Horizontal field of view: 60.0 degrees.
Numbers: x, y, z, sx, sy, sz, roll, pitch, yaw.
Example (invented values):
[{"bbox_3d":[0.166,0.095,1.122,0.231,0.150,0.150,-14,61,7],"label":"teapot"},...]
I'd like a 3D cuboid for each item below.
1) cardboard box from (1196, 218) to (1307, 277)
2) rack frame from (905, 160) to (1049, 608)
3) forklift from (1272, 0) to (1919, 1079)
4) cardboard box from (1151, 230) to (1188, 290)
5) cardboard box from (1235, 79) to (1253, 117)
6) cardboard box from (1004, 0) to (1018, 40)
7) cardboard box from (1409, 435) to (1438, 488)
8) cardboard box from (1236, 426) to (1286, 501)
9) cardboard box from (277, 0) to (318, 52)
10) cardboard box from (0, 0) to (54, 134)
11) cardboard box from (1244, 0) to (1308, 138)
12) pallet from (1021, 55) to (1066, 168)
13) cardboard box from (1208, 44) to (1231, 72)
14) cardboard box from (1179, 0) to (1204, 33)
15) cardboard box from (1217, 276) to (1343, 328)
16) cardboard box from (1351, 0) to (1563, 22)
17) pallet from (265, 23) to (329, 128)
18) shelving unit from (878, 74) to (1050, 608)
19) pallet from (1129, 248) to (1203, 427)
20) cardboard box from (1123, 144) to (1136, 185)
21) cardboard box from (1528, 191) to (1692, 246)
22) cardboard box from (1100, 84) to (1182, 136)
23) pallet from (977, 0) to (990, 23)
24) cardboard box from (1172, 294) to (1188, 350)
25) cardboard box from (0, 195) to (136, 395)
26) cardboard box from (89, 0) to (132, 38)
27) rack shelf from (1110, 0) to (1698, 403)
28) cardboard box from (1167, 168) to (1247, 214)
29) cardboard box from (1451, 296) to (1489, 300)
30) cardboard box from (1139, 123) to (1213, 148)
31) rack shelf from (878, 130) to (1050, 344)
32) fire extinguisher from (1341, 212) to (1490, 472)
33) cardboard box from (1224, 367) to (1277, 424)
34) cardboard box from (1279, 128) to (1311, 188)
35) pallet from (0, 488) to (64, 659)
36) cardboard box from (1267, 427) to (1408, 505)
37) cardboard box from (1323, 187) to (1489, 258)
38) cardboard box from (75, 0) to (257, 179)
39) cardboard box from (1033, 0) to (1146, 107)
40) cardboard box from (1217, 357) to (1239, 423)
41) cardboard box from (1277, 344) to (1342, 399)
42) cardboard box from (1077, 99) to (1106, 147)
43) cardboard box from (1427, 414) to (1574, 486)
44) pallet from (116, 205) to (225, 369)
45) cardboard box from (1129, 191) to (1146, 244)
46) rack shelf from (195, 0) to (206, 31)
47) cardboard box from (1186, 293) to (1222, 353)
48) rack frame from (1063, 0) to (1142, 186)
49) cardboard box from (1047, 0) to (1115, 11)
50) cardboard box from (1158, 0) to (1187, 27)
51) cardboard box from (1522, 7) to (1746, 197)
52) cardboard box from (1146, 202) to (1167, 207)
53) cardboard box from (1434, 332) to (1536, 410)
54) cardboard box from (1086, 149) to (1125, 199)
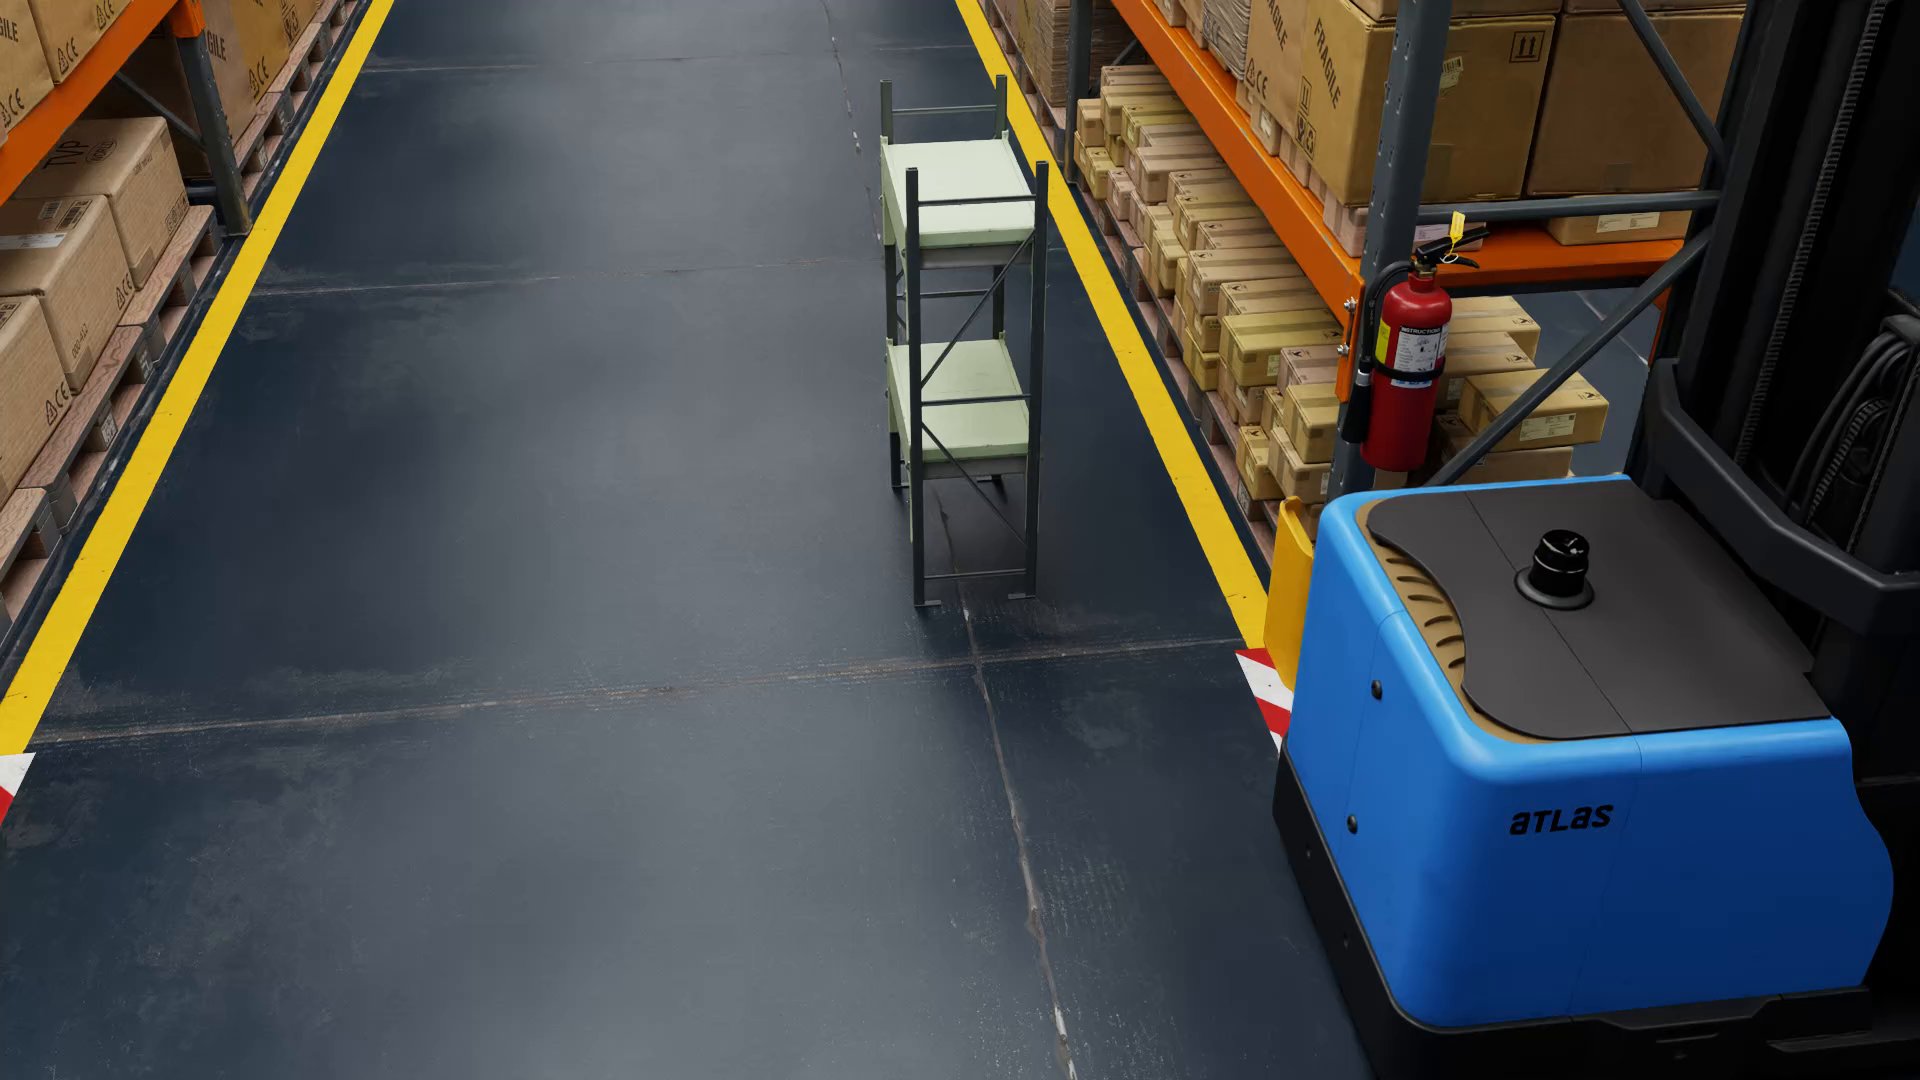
[{"bbox_3d":[1.119,-1.108,6.343,0.380,0.149,0.250,-5,35,-8],"label":"cardboard box"},{"bbox_3d":[0.048,-0.419,5.033,0.400,1.500,0.023,-4,35,-6],"label":"rack frame"},{"bbox_3d":[2.406,-0.271,3.545,3.031,2.935,1.130,-4,34,-6],"label":"forklift"},{"bbox_3d":[0.979,-1.126,6.633,0.380,0.149,0.250,-4,34,-6],"label":"cardboard box"},{"bbox_3d":[1.135,-1.488,5.493,0.380,0.149,0.250,-6,35,-8],"label":"cardboard box"},{"bbox_3d":[0.547,-3.200,9.629,0.500,0.500,0.500,-5,35,-7],"label":"cardboard box"},{"bbox_3d":[1.698,-0.313,5.704,0.380,0.149,0.250,-5,35,-7],"label":"cardboard box"},{"bbox_3d":[1.155,-0.270,5.641,0.380,0.149,0.250,-3,34,-5],"label":"cardboard box"},{"bbox_3d":[-4.273,-3.300,9.442,0.875,0.875,0.875,-4,34,-6],"label":"cardboard box"},{"bbox_3d":[-3.334,-1.604,5.351,0.500,0.500,0.500,-3,34,-5],"label":"cardboard box"},{"bbox_3d":[1.188,-1.544,4.999,0.500,0.500,0.500,-5,35,-7],"label":"cardboard box"},{"bbox_3d":[0.924,-2.375,9.048,1.003,0.211,1.213,-4,35,-6],"label":"pallet"},{"bbox_3d":[1.106,-1.790,5.936,0.380,0.149,0.250,-4,34,-6],"label":"cardboard box"},{"bbox_3d":[1.054,-2.105,5.823,0.500,0.500,0.500,-3,34,-4],"label":"cardboard box"},{"bbox_3d":[1.136,-0.807,5.901,0.380,0.149,0.250,-6,35,-8],"label":"cardboard box"},{"bbox_3d":[1.260,-1.675,4.303,0.500,0.500,0.500,-5,35,-7],"label":"cardboard box"},{"bbox_3d":[-4.207,-2.617,9.402,1.003,0.211,1.213,-4,35,-6],"label":"pallet"},{"bbox_3d":[-0.001,-0.623,5.333,0.431,1.500,0.755,-4,35,-6],"label":"shelving unit"},{"bbox_3d":[1.323,-0.886,6.863,1.003,0.211,1.213,-4,35,-6],"label":"pallet"},{"bbox_3d":[0.953,-1.717,7.501,0.380,0.149,0.250,-5,35,-7],"label":"cardboard box"},{"bbox_3d":[1.849,-0.963,4.722,0.380,0.149,0.250,-5,35,-7],"label":"cardboard box"},{"bbox_3d":[0.849,-1.968,7.605,0.380,0.149,0.250,-3,34,-4],"label":"cardboard box"},{"bbox_3d":[0.596,-3.737,11.046,1.003,0.211,1.213,-4,35,-6],"label":"pallet"},{"bbox_3d":[1.046,-0.852,6.496,0.380,0.149,0.250,-4,34,-5],"label":"cardboard box"},{"bbox_3d":[-3.762,-0.918,6.336,0.875,0.438,0.875,-5,35,-8],"label":"cardboard box"},{"bbox_3d":[-3.471,-2.177,6.192,0.500,0.500,0.500,-5,35,-8],"label":"cardboard box"},{"bbox_3d":[1.299,-1.680,6.190,1.077,0.370,4.000,-4,35,-6],"label":"rack shelf"},{"bbox_3d":[1.062,-1.393,6.761,0.380,0.149,0.250,-6,35,-8],"label":"cardboard box"},{"bbox_3d":[1.655,-0.847,5.960,0.380,0.149,0.250,-6,35,-9],"label":"cardboard box"},{"bbox_3d":[0.990,-1.687,7.192,0.380,0.149,0.250,-5,35,-8],"label":"cardboard box"},{"bbox_3d":[-0.001,-0.946,5.113,0.431,0.370,0.720,-4,35,-6],"label":"rack shelf"},{"bbox_3d":[1.144,-0.499,4.219,0.296,0.674,0.183,-4,35,-6],"label":"fire extinguisher"},{"bbox_3d":[1.142,-0.542,5.776,0.380,0.149,0.250,-6,35,-8],"label":"cardboard box"},{"bbox_3d":[1.199,-1.198,5.067,0.380,0.149,0.250,-5,35,-7],"label":"cardboard box"},{"bbox_3d":[-3.509,0.283,5.148,1.003,0.211,1.213,-4,35,-6],"label":"pallet"},{"bbox_3d":[1.214,-0.252,5.351,0.380,0.149,0.250,-5,35,-8],"label":"cardboard box"},{"bbox_3d":[1.244,-0.918,4.656,0.380,0.149,0.250,-4,35,-6],"label":"cardboard box"},{"bbox_3d":[-4.024,-2.297,7.971,0.875,0.875,0.875,-3,34,-5],"label":"cardboard box"},{"bbox_3d":[0.681,-2.628,8.789,0.500,0.500,0.500,-5,35,-7],"label":"cardboard box"},{"bbox_3d":[1.159,-0.561,6.068,0.380,0.149,0.250,-4,34,-6],"label":"cardboard box"},{"bbox_3d":[1.269,-0.523,5.484,0.380,0.149,0.250,-4,34,-5],"label":"cardboard box"},{"bbox_3d":[0.762,-1.985,7.893,0.380,0.149,0.250,-3,34,-4],"label":"cardboard box"},{"bbox_3d":[1.752,-0.291,5.408,0.380,0.149,0.250,-3,34,-4],"label":"cardboard box"},{"bbox_3d":[-3.837,-1.079,7.146,1.003,0.211,1.213,-4,35,-6],"label":"pallet"},{"bbox_3d":[0.965,-1.440,7.358,0.380,0.149,0.250,-5,35,-7],"label":"cardboard box"},{"bbox_3d":[-4.131,-3.480,8.832,1.077,0.370,4.000,-4,35,-6],"label":"rack shelf"},{"bbox_3d":[1.060,-0.830,6.199,0.380,0.149,0.250,-4,34,-6],"label":"cardboard box"},{"bbox_3d":[1.030,-3.093,7.625,1.000,3.000,0.127,-4,35,-6],"label":"rack frame"},{"bbox_3d":[0.679,-2.940,8.581,0.500,0.250,0.500,-5,35,-8],"label":"cardboard box"},{"bbox_3d":[0.969,-2.075,6.354,0.380,0.149,0.250,-3,34,-4],"label":"cardboard box"},{"bbox_3d":[1.781,-1.297,4.636,0.500,0.500,0.500,-3,34,-4],"label":"cardboard box"},{"bbox_3d":[1.000,-1.411,7.051,0.380,0.149,0.250,-3,34,-4],"label":"cardboard box"},{"bbox_3d":[1.678,-0.565,5.546,0.380,0.149,0.250,-4,34,-6],"label":"cardboard box"},{"bbox_3d":[0.796,-1.712,7.758,0.380,0.149,0.250,-3,34,-5],"label":"cardboard box"}]
